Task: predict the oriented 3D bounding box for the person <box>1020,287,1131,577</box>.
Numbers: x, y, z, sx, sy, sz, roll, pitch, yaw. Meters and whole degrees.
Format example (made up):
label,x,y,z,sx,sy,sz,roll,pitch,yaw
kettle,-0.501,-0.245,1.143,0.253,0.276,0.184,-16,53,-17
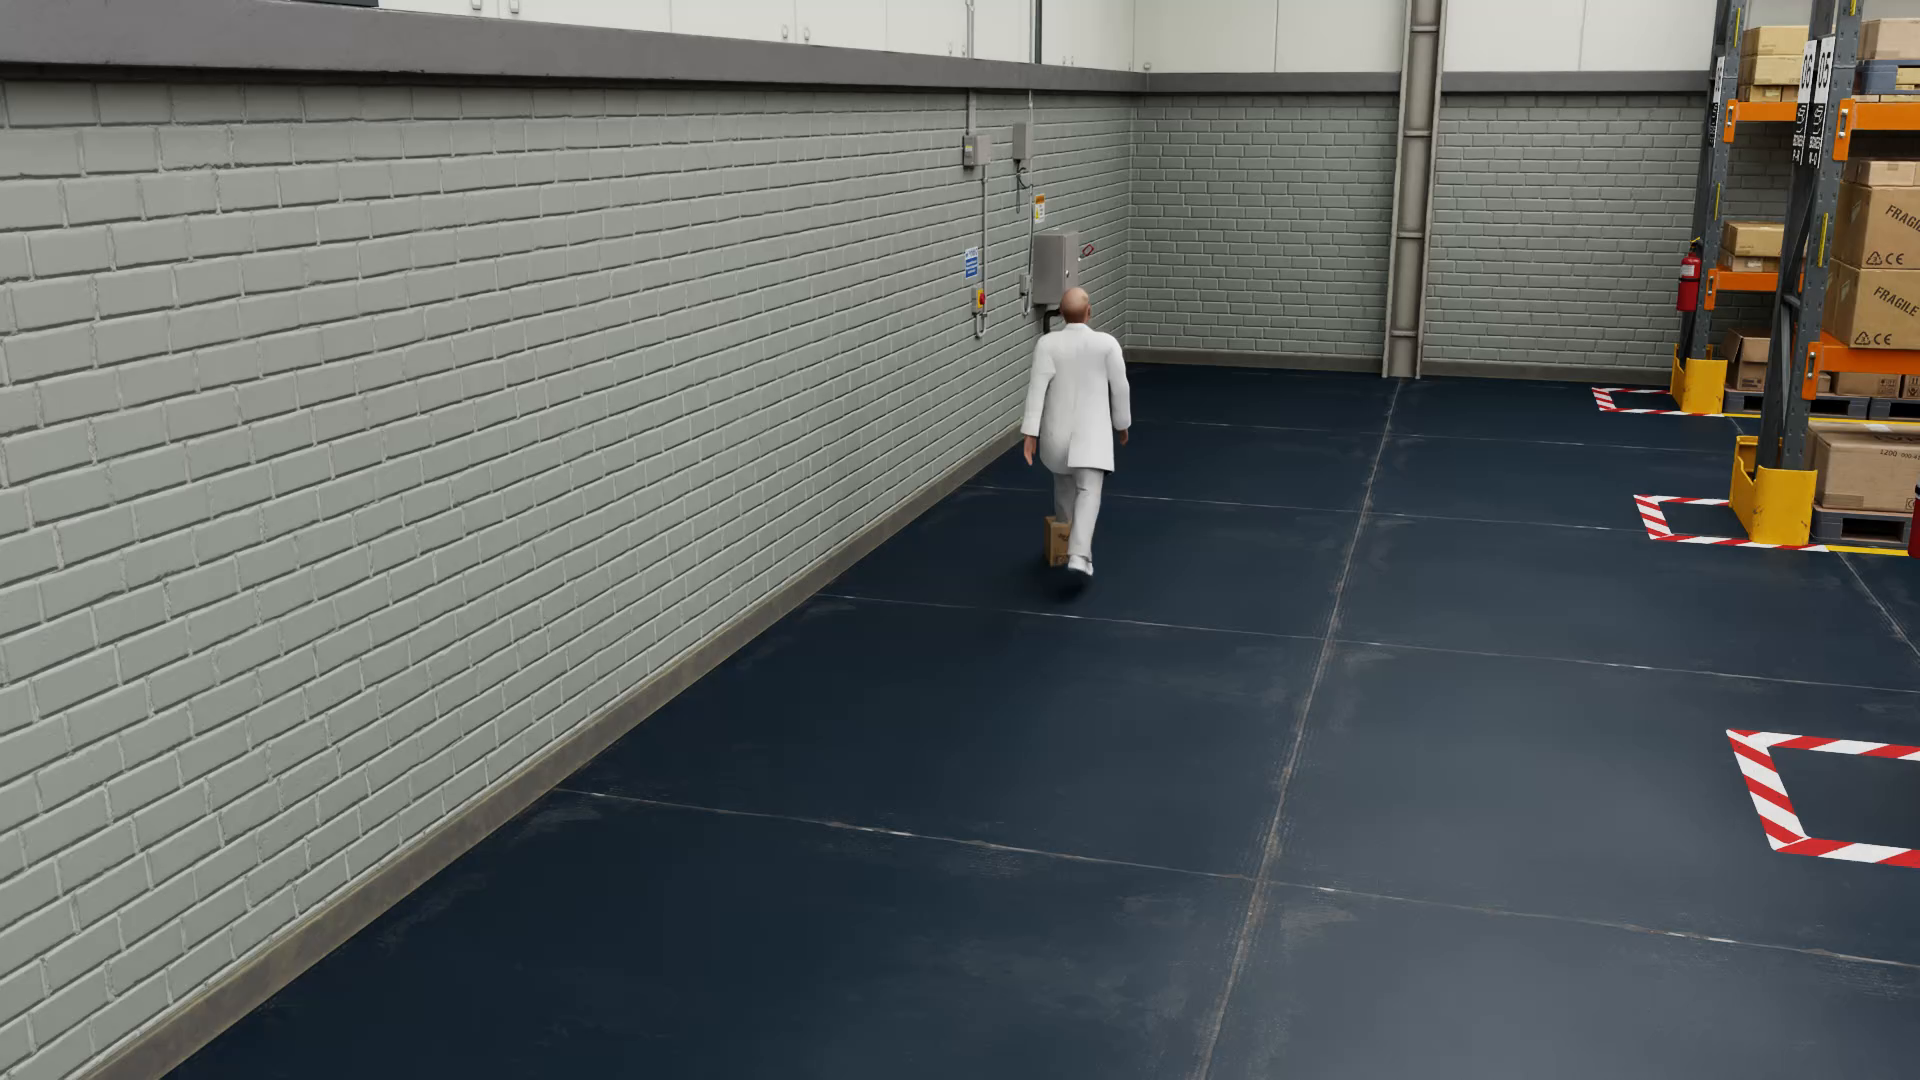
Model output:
label,x,y,z,sx,sy,sz,roll,pitch,yaw
person,0.703,-0.661,10.071,0.630,1.727,1.179,3,15,12
